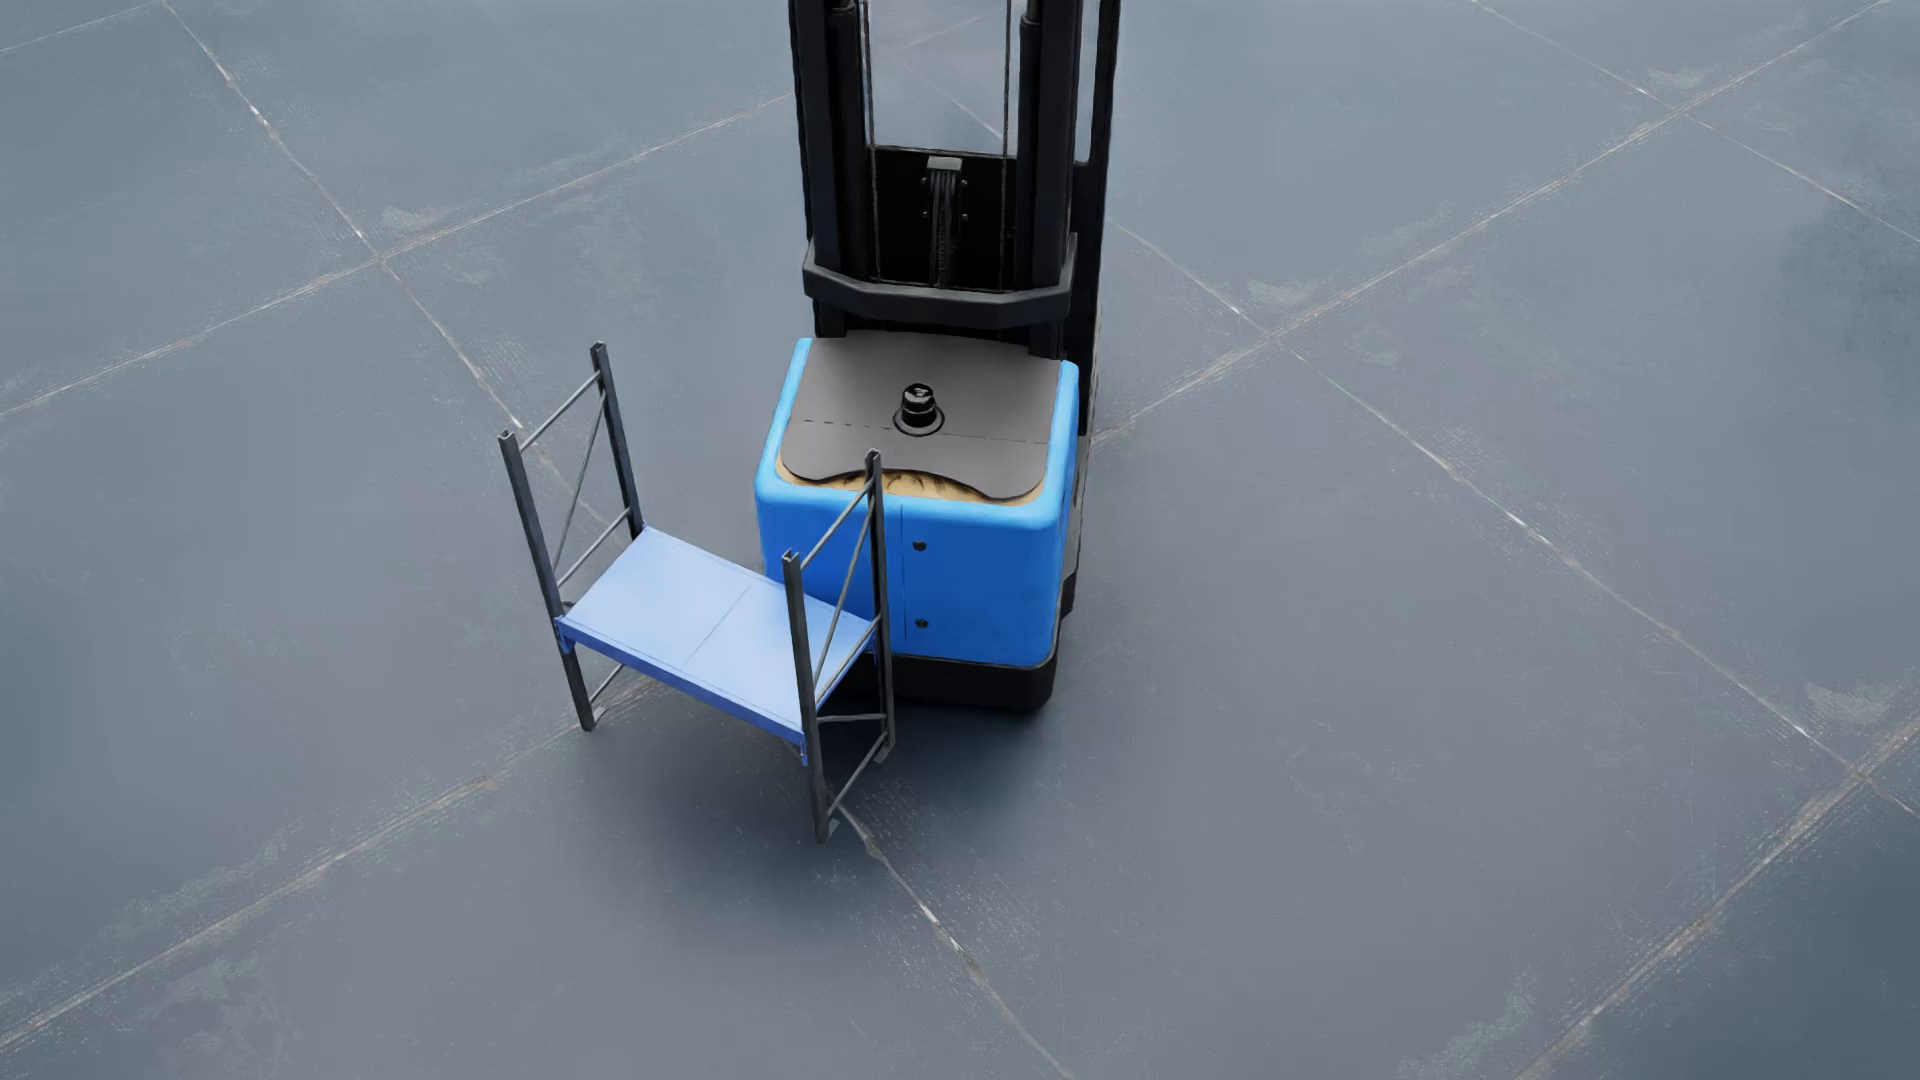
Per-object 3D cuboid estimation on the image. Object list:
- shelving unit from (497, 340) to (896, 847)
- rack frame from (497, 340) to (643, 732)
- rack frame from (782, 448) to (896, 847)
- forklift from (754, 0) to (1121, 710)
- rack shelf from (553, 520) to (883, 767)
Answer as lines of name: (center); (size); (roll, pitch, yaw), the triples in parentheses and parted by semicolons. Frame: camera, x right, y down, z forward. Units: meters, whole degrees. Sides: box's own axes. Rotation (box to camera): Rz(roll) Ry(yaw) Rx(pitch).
shelving unit: (-0.814, 0.214, 5.541); (1.048, 1.500, 0.538); (22, 52, 19)
rack frame: (-1.260, 0.034, 5.705); (0.032, 1.500, 0.500); (22, 52, 19)
rack frame: (-0.368, 0.395, 5.377); (0.032, 1.500, 0.500); (22, 52, 19)
forklift: (0.013, -1.469, 6.102); (1.130, 2.935, 3.031); (6, 48, 5)
rack shelf: (-0.814, 0.335, 5.675); (1.000, 0.185, 0.538); (22, 52, 19)
